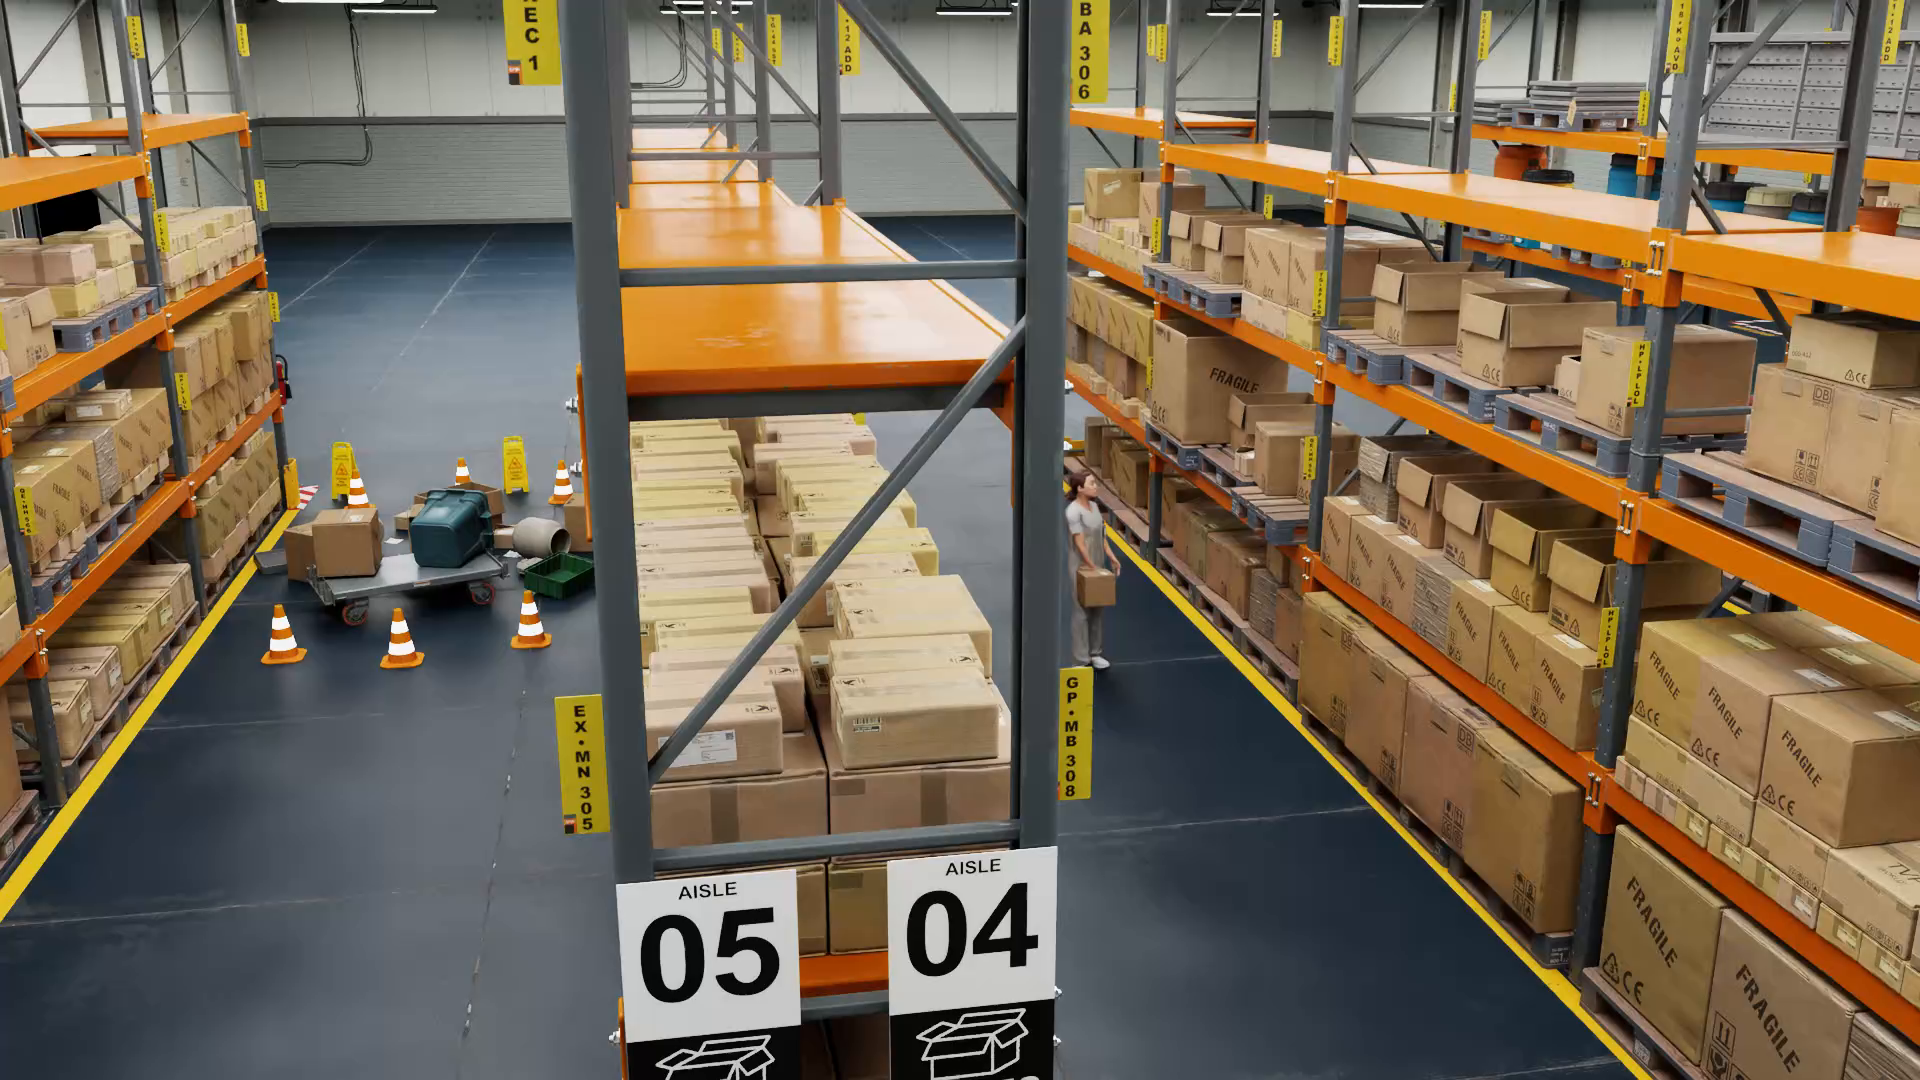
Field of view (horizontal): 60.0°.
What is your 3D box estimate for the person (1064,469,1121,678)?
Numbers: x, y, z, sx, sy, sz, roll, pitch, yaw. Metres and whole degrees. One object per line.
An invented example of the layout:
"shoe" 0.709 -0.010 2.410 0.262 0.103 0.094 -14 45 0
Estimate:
"person" 1.044 0.256 13.633 0.479 1.682 0.529 9 19 29
